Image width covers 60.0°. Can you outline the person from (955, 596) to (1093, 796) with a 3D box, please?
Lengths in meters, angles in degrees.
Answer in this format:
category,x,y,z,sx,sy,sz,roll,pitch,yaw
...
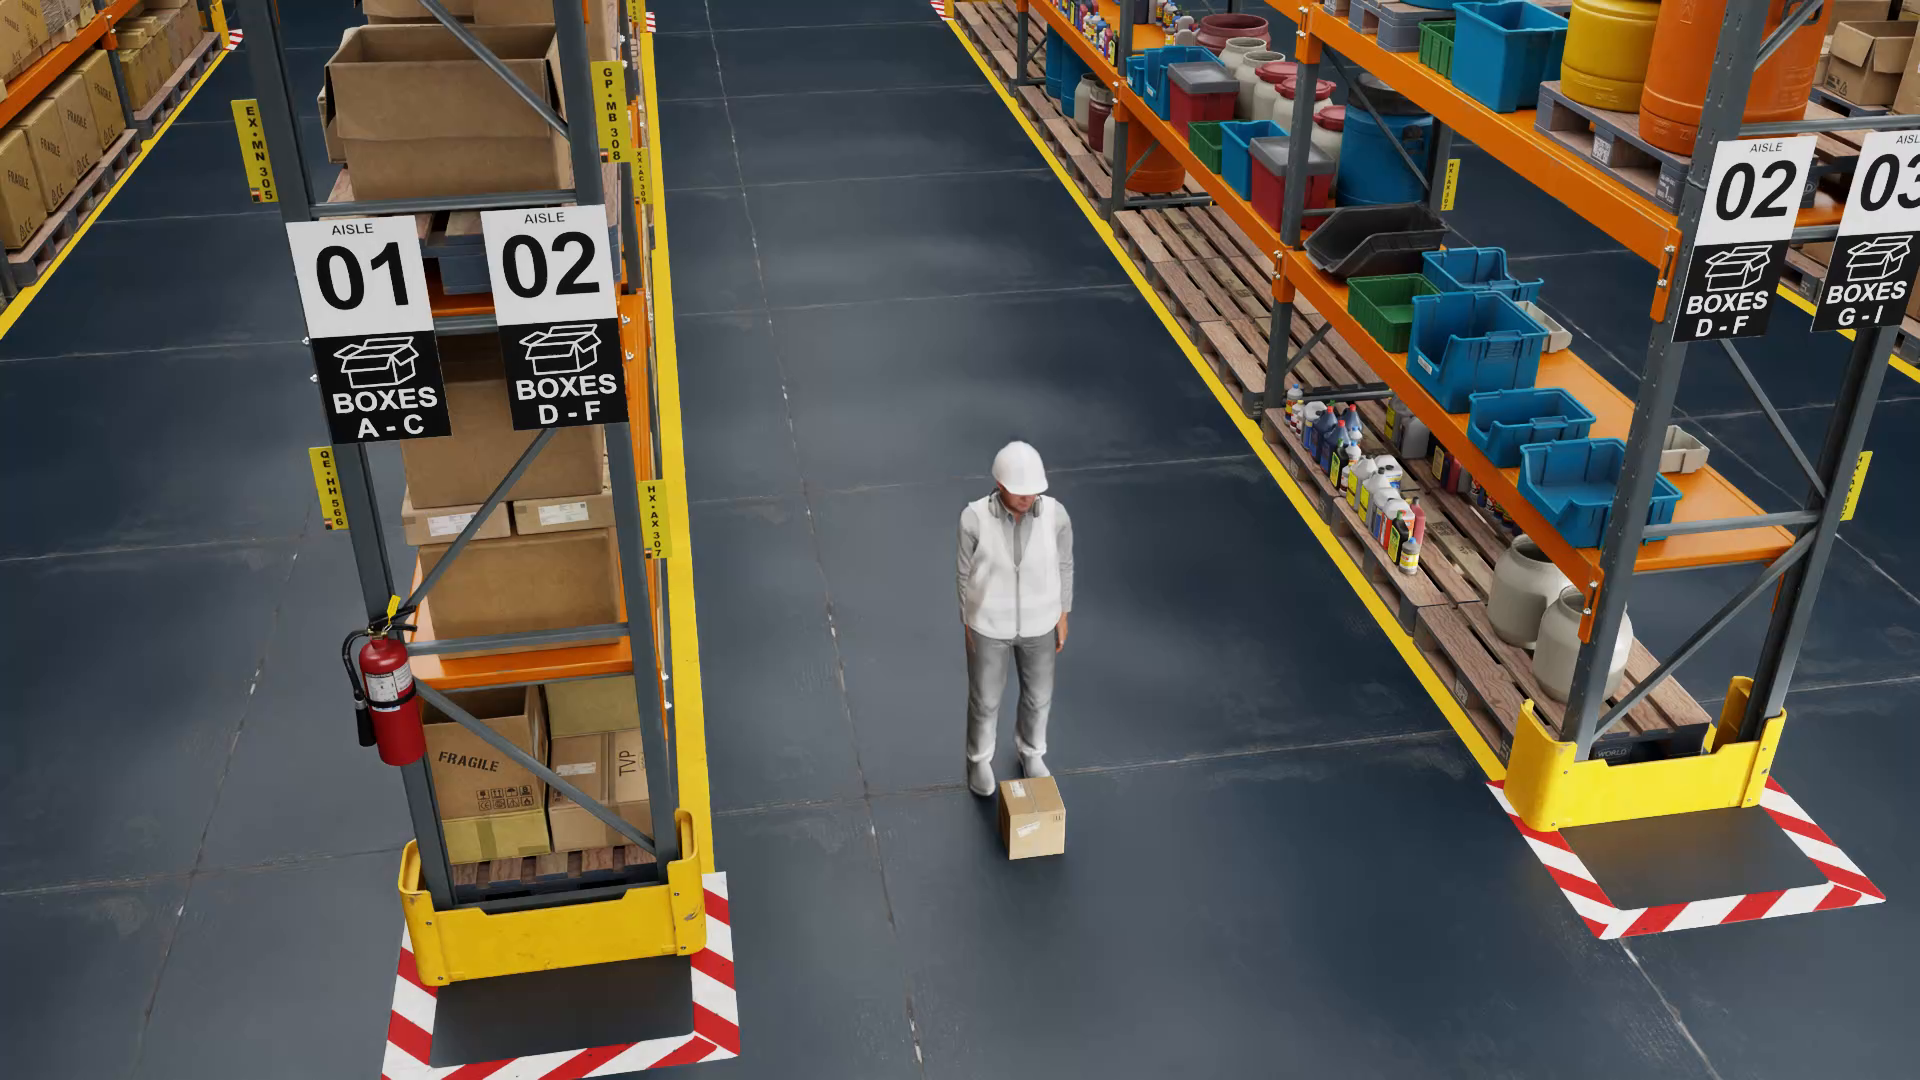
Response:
category,x,y,z,sx,sy,sz,roll,pitch,yaw
person,0.287,0.664,7.570,0.568,1.182,0.860,-5,31,-9
